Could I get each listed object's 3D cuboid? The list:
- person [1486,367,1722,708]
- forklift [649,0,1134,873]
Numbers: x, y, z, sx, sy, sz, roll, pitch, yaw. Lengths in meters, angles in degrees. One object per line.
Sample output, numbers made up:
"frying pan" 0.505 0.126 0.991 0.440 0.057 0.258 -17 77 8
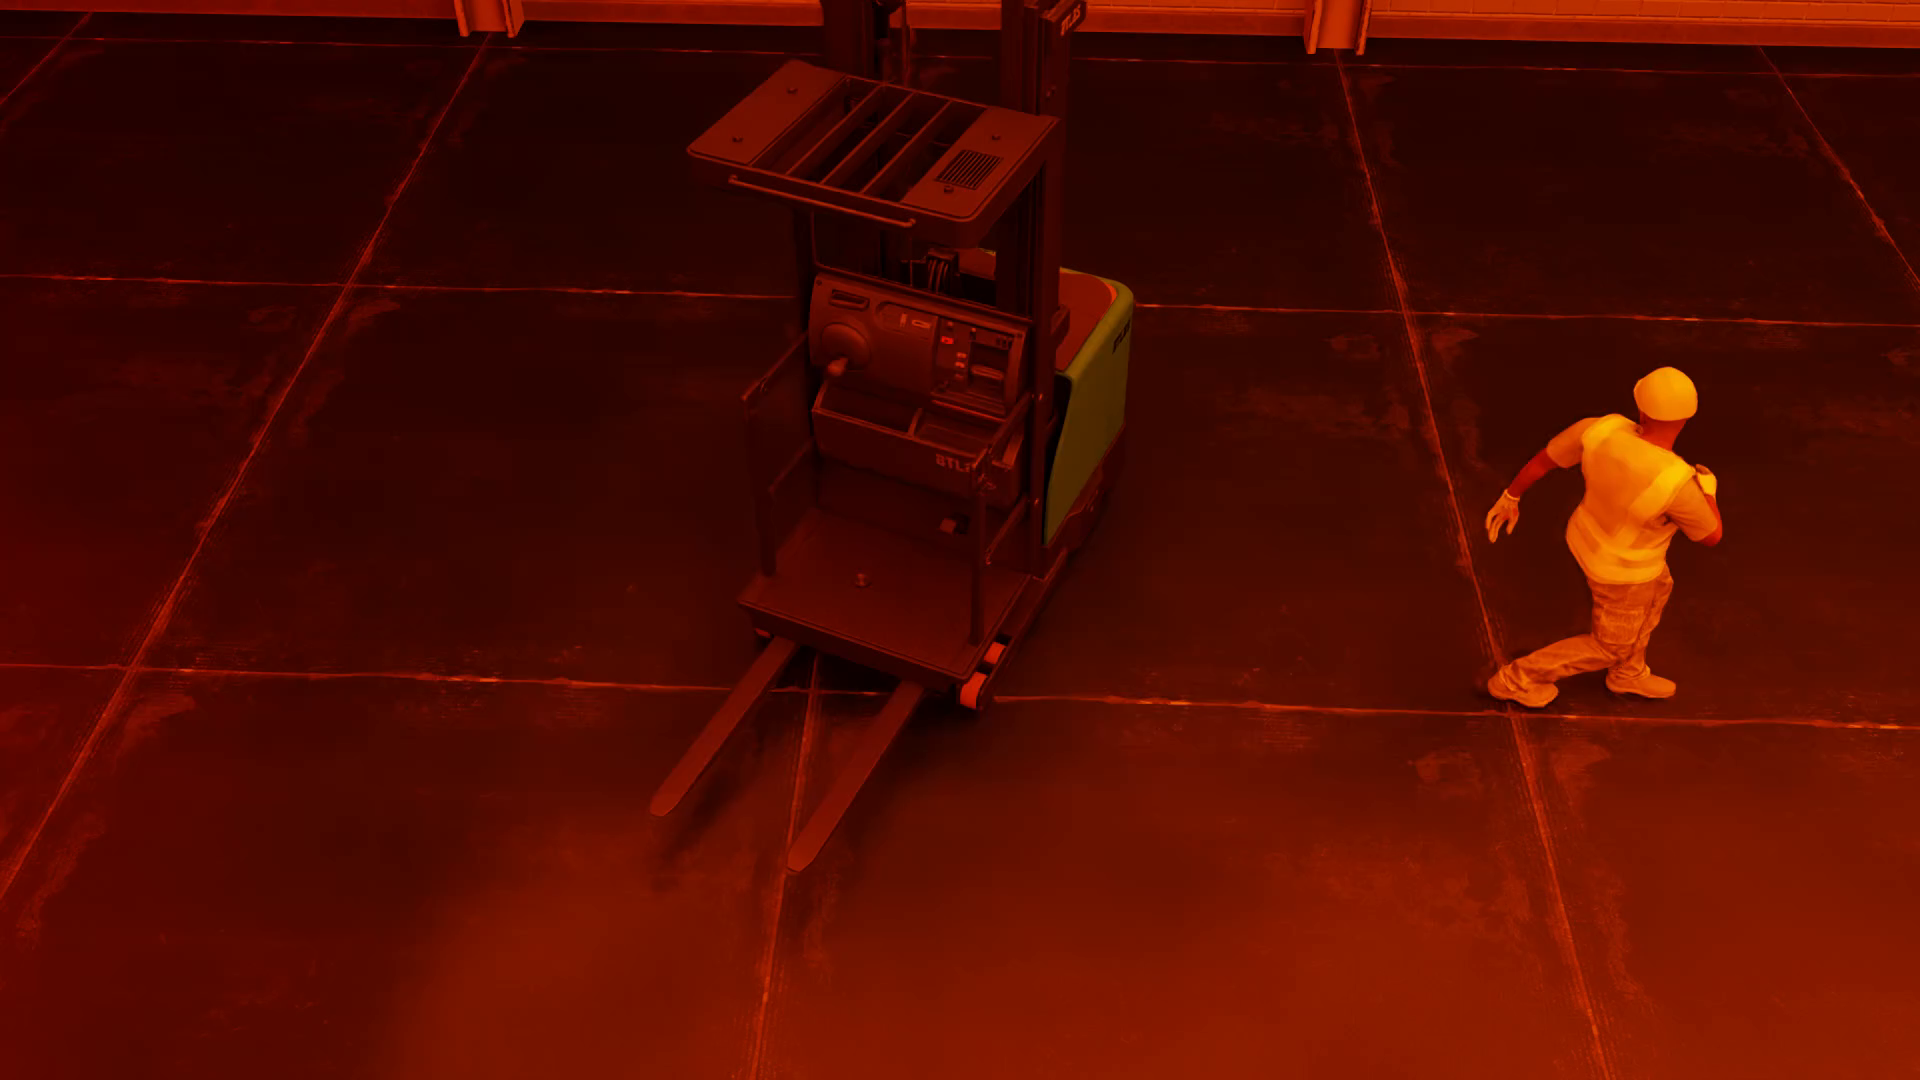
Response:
"person" 2.631 0.027 6.656 0.939 1.695 0.583 -5 43 -5
"forklift" -0.267 -0.694 6.502 1.130 2.935 3.031 17 45 18
